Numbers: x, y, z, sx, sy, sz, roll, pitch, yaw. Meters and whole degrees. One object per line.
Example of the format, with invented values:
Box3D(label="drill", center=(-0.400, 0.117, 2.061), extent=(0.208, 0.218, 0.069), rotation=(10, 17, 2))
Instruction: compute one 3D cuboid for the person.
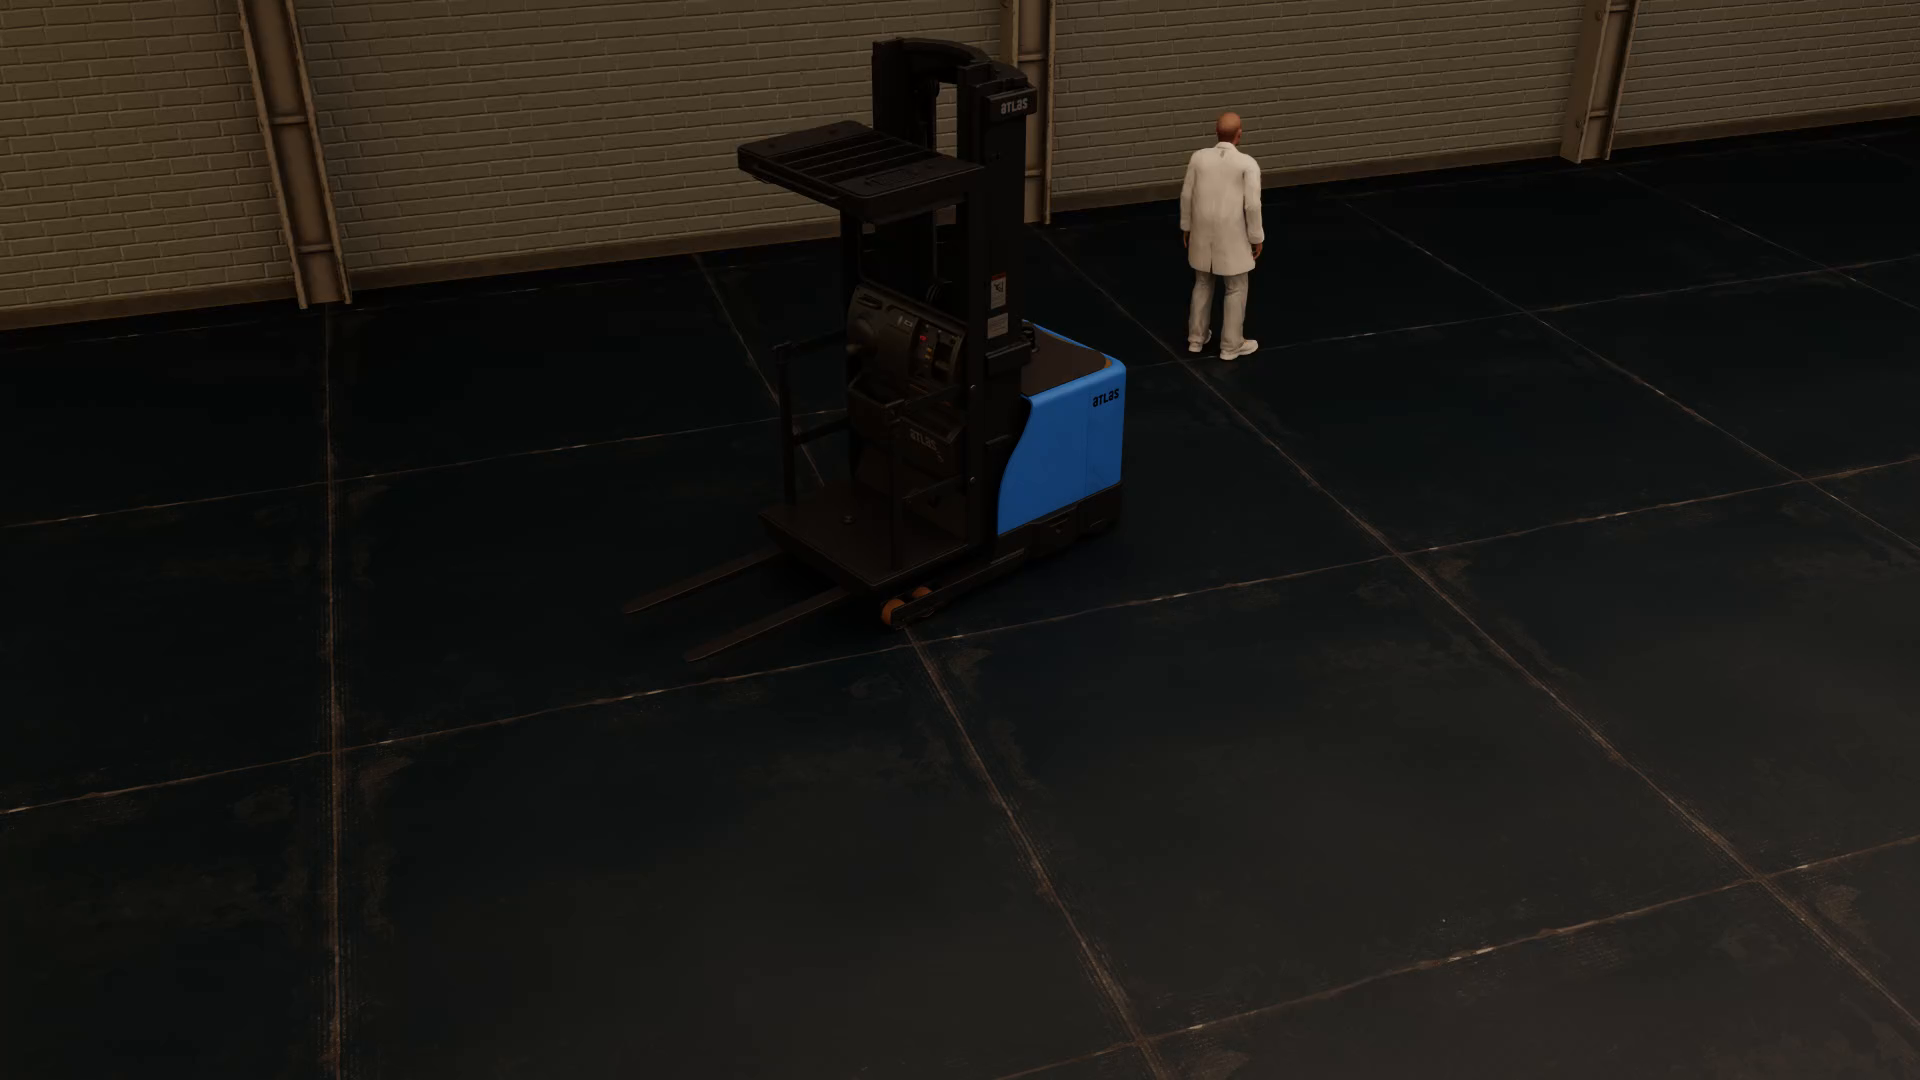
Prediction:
Box3D(label="person", center=(1.897, -2.211, 12.089), extent=(0.656, 1.775, 0.425), rotation=(18, 34, 28))

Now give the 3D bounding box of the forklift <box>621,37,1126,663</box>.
Box3D(label="forklift", center=(-0.461, -1.072, 8.951), extent=(3.031, 2.935, 1.130), rotation=(-23, 37, -34))
